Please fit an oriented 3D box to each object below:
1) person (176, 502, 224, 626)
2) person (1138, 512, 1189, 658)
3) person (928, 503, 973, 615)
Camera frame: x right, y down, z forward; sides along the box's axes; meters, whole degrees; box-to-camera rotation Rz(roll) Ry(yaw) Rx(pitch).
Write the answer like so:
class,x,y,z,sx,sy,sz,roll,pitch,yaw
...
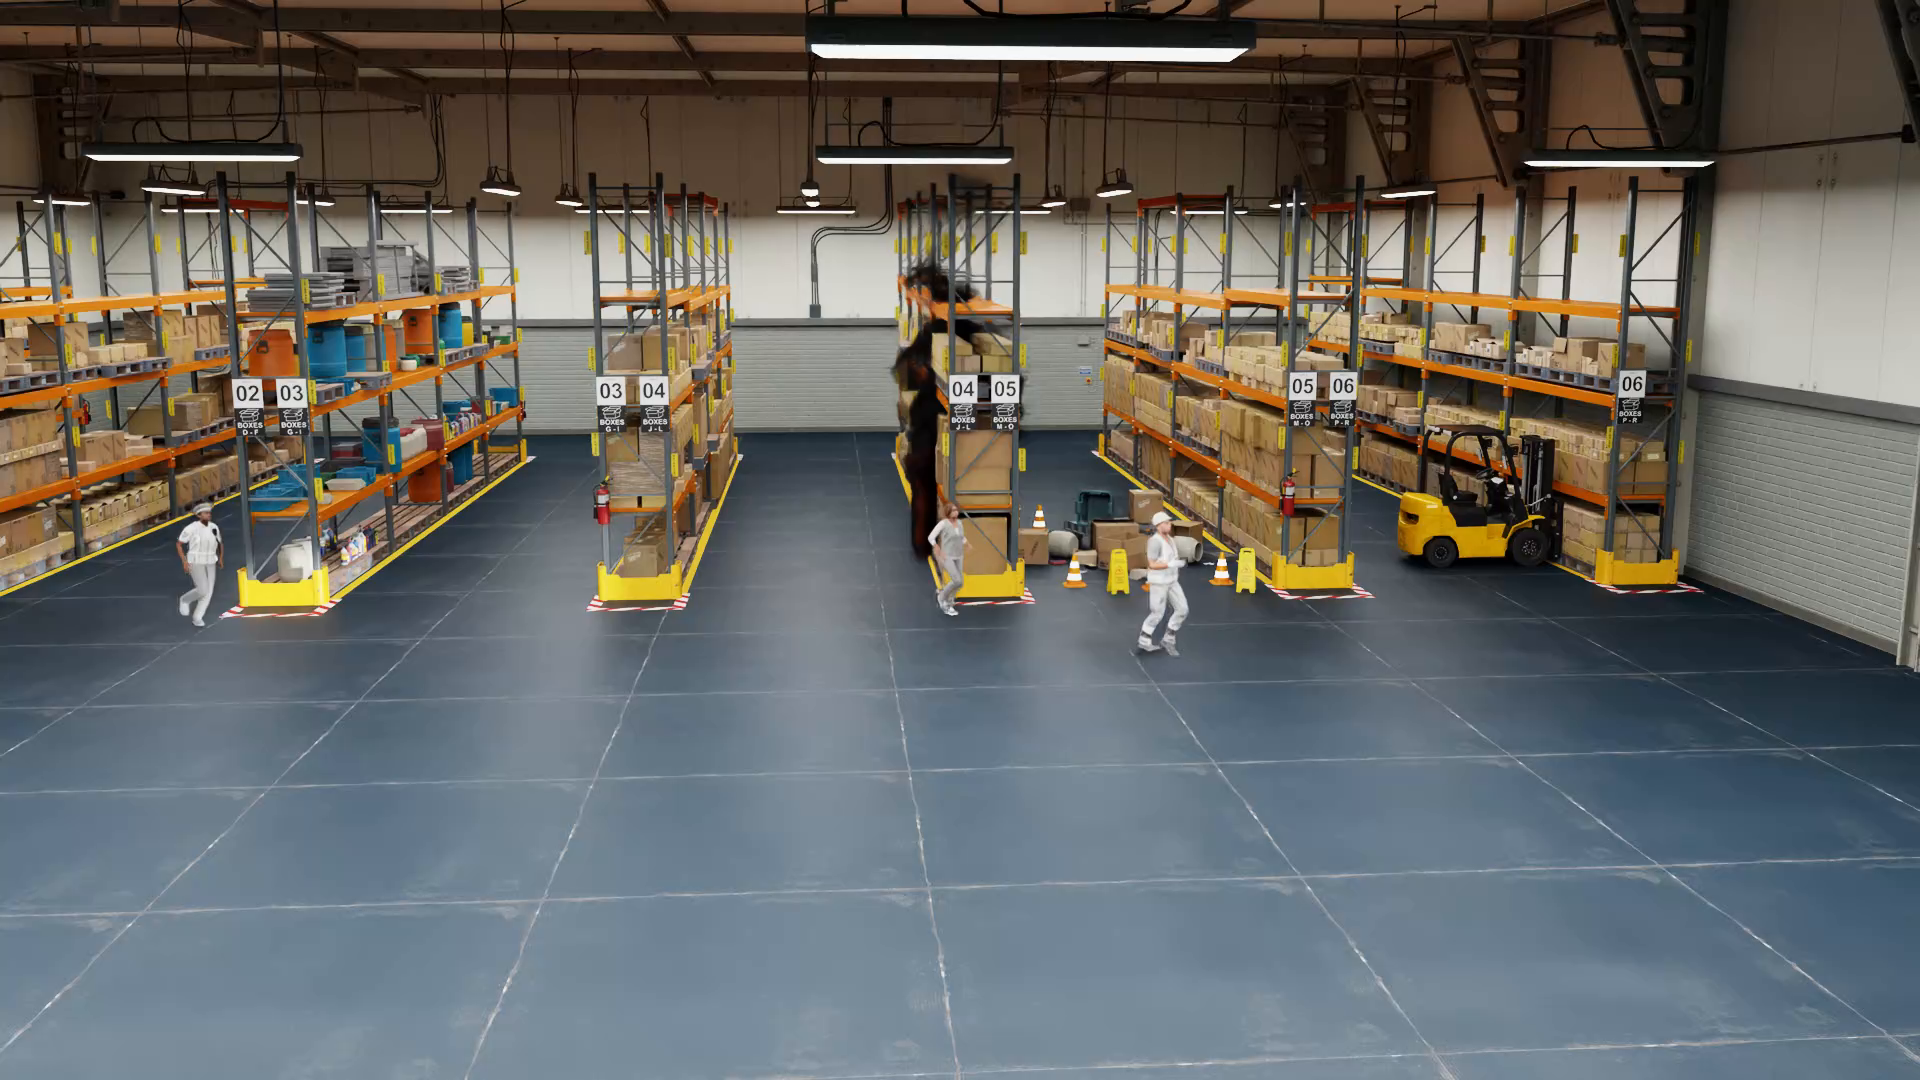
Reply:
class,x,y,z,sx,sy,sz,roll,pitch,yaw
person,-10.109,0.308,22.279,0.464,1.619,0.613,7,12,35
person,2.523,0.561,20.411,0.694,1.823,0.631,8,13,39
person,-0.084,0.270,22.682,0.549,1.557,0.521,-9,13,-41
